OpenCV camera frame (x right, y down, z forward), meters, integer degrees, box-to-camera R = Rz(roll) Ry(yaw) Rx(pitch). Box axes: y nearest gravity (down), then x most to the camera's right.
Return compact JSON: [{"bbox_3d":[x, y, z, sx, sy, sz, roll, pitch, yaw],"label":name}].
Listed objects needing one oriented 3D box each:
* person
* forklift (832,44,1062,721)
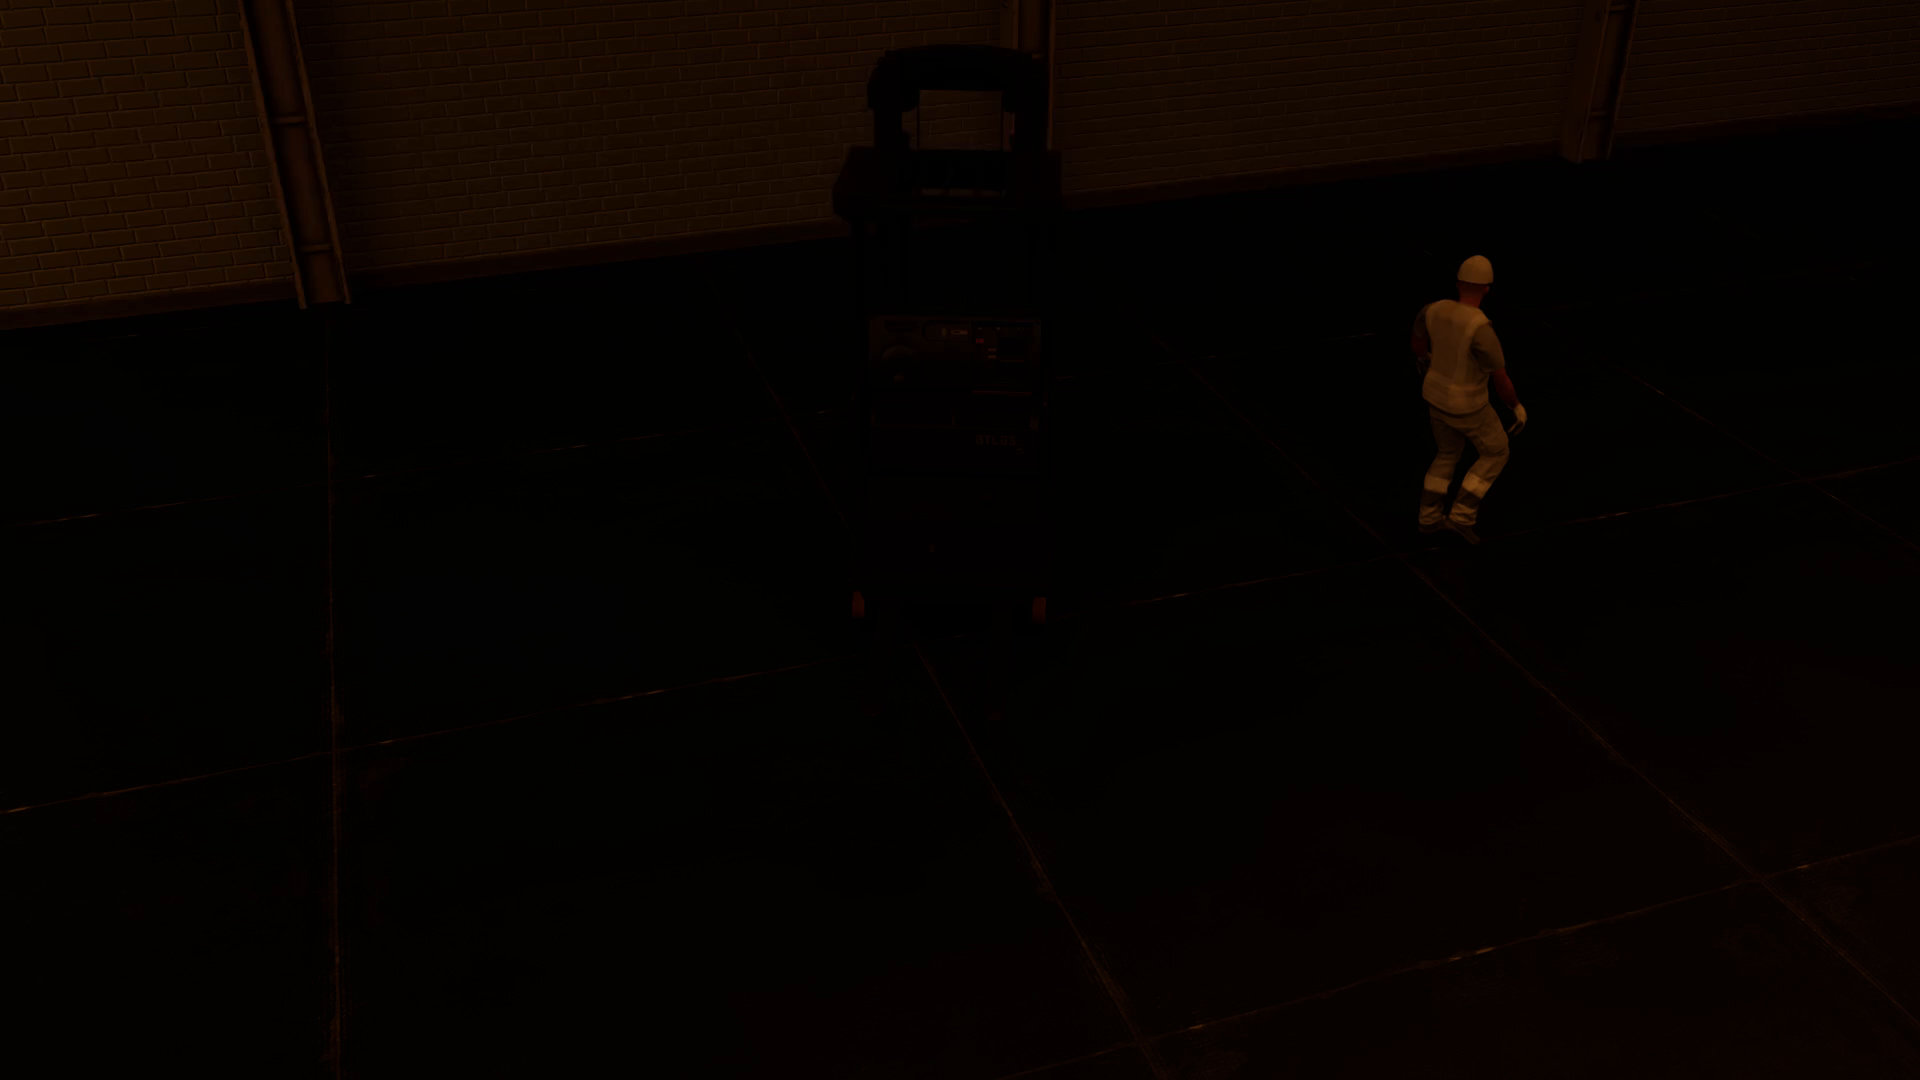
[{"bbox_3d":[2.916,-0.827,9.720,0.483,1.773,0.844,-13,32,-21],"label":"person"},{"bbox_3d":[-0.039,-0.967,8.767,1.130,2.935,3.031,2,30,3],"label":"forklift"}]
